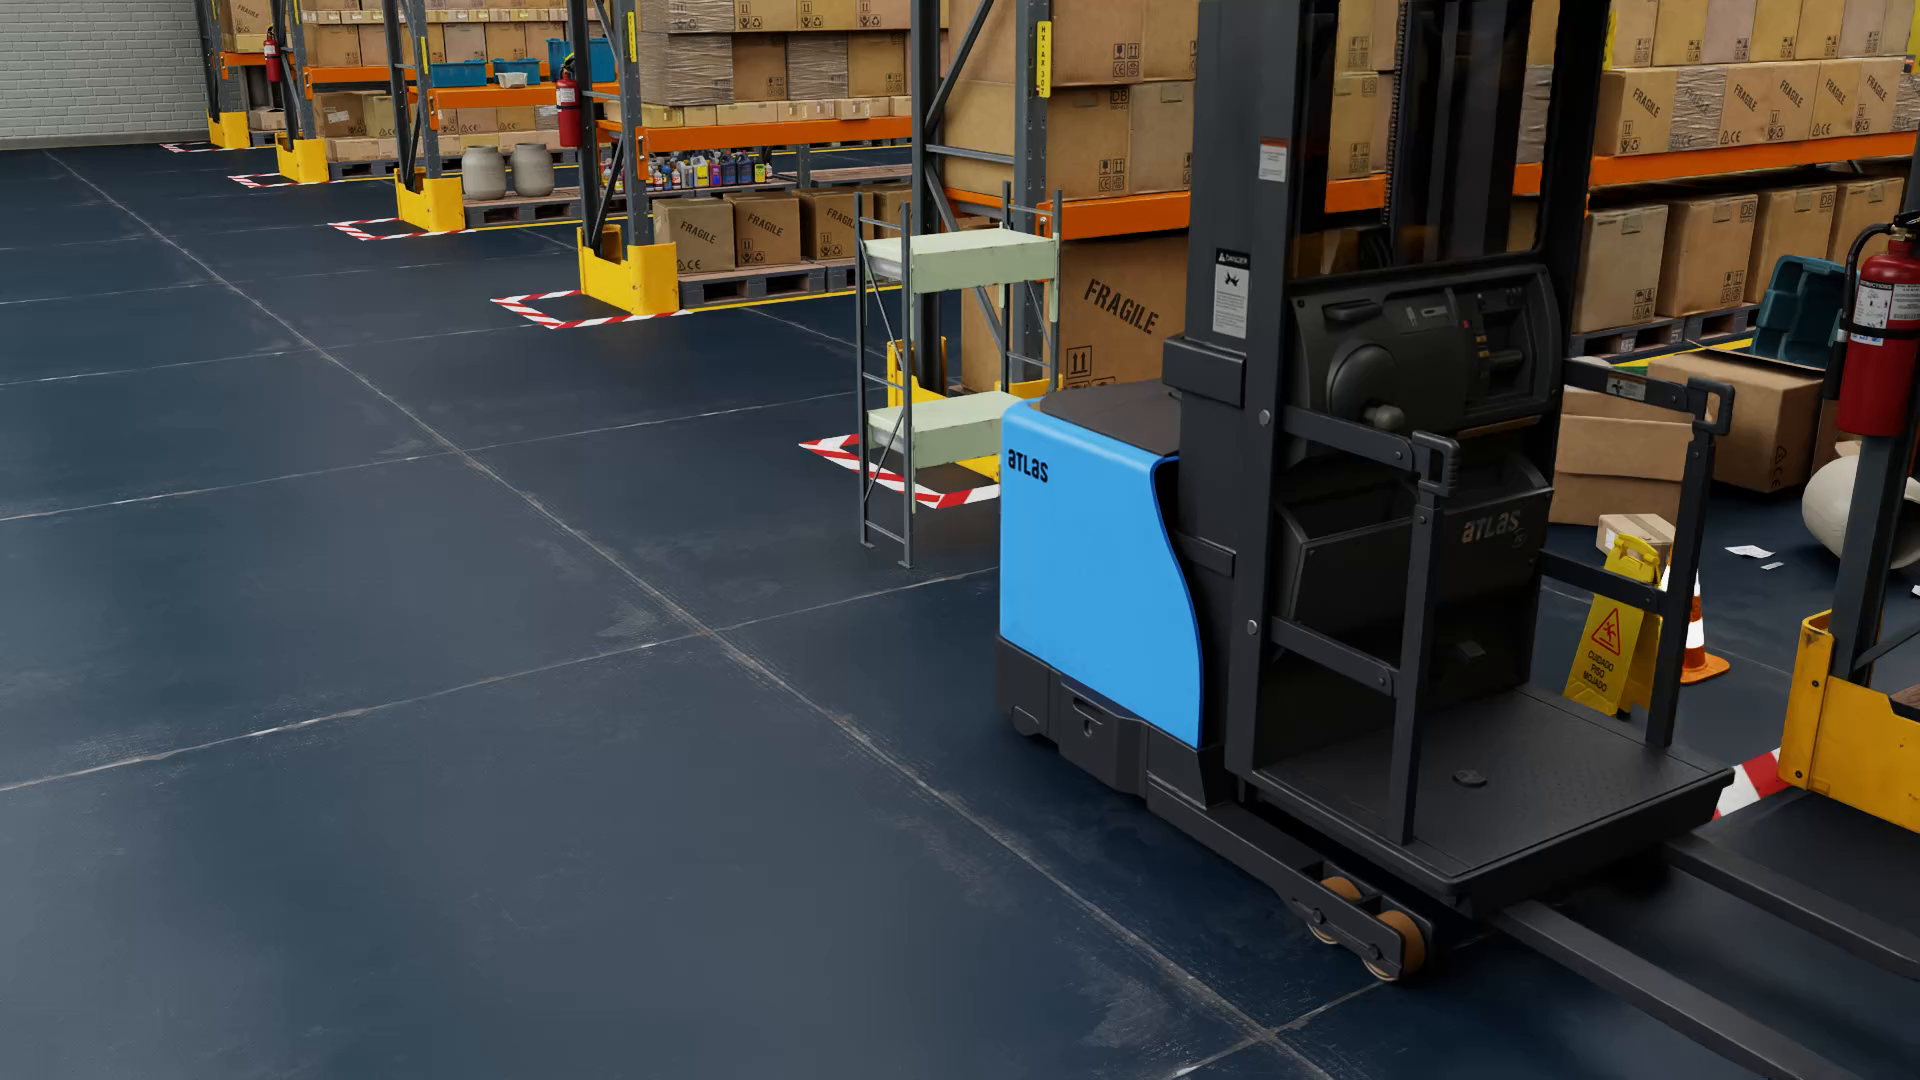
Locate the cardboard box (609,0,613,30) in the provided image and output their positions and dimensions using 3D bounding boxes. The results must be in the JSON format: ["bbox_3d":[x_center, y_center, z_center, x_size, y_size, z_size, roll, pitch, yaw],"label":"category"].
[{"bbox_3d":[-5.473,-8.540,26.980,0.500,0.500,0.700,-12,22,-31],"label":"cardboard box"}]

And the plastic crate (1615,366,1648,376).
[{"bbox_3d":[3.993,-0.886,9.482,0.662,0.188,0.450,-1,9,-3],"label":"plastic crate"}]

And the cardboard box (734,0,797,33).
[{"bbox_3d":[-1.536,-3.984,12.163,0.500,0.500,0.500,-12,22,-31],"label":"cardboard box"}]

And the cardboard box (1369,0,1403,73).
[{"bbox_3d":[2.169,-2.912,9.255,0.550,0.550,0.875,-12,22,-31],"label":"cardboard box"}]

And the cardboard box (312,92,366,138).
[{"bbox_3d":[-7.727,-5.288,20.668,0.500,0.500,0.500,-12,22,-31],"label":"cardboard box"}]

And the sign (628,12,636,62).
[{"bbox_3d":[-2.268,-3.476,11.493,0.005,0.325,0.100,-12,22,-31],"label":"sign"}]

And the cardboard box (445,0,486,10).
[{"bbox_3d":[-6.295,-6.883,20.740,0.500,0.500,0.700,-12,22,-31],"label":"cardboard box"}]

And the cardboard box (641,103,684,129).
[{"bbox_3d":[-2.197,-3.079,12.061,0.250,0.149,0.380,-12,22,-31],"label":"cardboard box"}]

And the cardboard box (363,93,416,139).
[{"bbox_3d":[-7.025,-5.237,20.519,0.500,0.500,0.500,-12,22,-31],"label":"cardboard box"}]

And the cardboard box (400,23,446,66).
[{"bbox_3d":[-6.761,-6.168,20.649,0.500,0.500,0.700,-12,22,-31],"label":"cardboard box"}]

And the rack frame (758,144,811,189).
[{"bbox_3d":[-1.950,-5.241,18.063,0.127,3.000,1.000,-12,22,-31],"label":"rack frame"}]

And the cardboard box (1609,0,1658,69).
[{"bbox_3d":[3.829,-3.182,10.255,0.500,0.500,0.700,-12,22,-32],"label":"cardboard box"}]

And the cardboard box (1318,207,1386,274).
[{"bbox_3d":[2.103,-1.512,9.696,0.875,0.875,0.875,-12,22,-31],"label":"cardboard box"}]

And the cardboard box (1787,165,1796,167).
[{"bbox_3d":[9.546,-4.928,19.799,0.875,0.875,0.875,-12,22,-31],"label":"cardboard box"}]

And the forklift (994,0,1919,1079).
[{"bbox_3d":[1.326,-0.484,4.100,1.130,2.935,3.031,-11,22,-31],"label":"forklift"}]

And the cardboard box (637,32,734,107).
[{"bbox_3d":[-2.092,-3.489,12.262,0.500,0.500,0.875,-12,22,-31],"label":"cardboard box"}]

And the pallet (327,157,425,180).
[{"bbox_3d":[-7.396,-4.687,20.778,1.213,0.211,1.003,-12,22,-31],"label":"pallet"}]

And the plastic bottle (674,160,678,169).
[{"bbox_3d":[-2.956,-3.882,17.598,0.133,0.283,0.061,-12,22,-31],"label":"plastic bottle"}]

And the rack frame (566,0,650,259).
[{"bbox_3d":[-2.566,-3.211,12.061,0.127,3.000,1.000,-12,22,-31],"label":"rack frame"}]

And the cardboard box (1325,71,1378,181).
[{"bbox_3d":[1.766,-2.288,9.094,0.500,0.550,0.875,-12,22,-31],"label":"cardboard box"}]

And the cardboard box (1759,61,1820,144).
[{"bbox_3d":[5.269,-2.905,10.999,0.500,0.500,0.500,-12,22,-31],"label":"cardboard box"}]

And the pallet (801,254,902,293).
[{"bbox_3d":[-0.787,-2.251,13.574,1.213,0.211,1.003,-12,22,-31],"label":"pallet"}]

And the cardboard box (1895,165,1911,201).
[{"bbox_3d":[7.467,-2.703,12.632,0.500,0.250,0.500,-13,23,-34],"label":"cardboard box"}]

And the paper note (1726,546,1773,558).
[{"bbox_3d":[3.370,0.043,7.089,0.142,0.019,0.148,-4,19,-13],"label":"paper note"}]

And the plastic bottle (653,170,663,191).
[{"bbox_3d":[-3.152,-3.751,17.337,0.097,0.201,0.097,0,19,0],"label":"plastic bottle"}]

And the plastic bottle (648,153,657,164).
[{"bbox_3d":[-3.365,-4.055,18.005,0.185,0.351,0.144,-12,22,-32],"label":"plastic bottle"}]

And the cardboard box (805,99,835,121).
[{"bbox_3d":[-1.157,-3.301,12.717,0.250,0.149,0.380,-12,22,-31],"label":"cardboard box"}]

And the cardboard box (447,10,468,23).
[{"bbox_3d":[-6.281,-6.499,20.615,0.250,0.149,0.380,-12,22,-31],"label":"cardboard box"}]

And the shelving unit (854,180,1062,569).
[{"bbox_3d":[-0.006,-0.709,7.001,0.755,1.500,0.431,-12,22,-31],"label":"shelving unit"}]

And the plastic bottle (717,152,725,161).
[{"bbox_3d":[-2.653,-4.131,18.335,0.133,0.283,0.061,-12,22,-31],"label":"plastic bottle"}]

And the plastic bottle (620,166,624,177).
[{"bbox_3d":[-3.572,-3.891,17.754,0.097,0.201,0.097,0,19,0],"label":"plastic bottle"}]

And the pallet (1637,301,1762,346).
[{"bbox_3d":[5.041,-1.623,11.715,1.213,0.211,1.003,-12,22,-31],"label":"pallet"}]

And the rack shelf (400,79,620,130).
[{"bbox_3d":[-3.620,-4.548,17.137,4.000,0.370,1.077,-12,22,-31],"label":"rack shelf"}]

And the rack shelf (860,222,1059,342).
[{"bbox_3d":[-0.006,-1.079,6.876,0.720,0.370,0.431,-12,22,-31],"label":"rack shelf"}]

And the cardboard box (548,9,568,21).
[{"bbox_3d":[-5.205,-6.726,21.288,0.250,0.149,0.380,-13,22,-33],"label":"cardboard box"}]

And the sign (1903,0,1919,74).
[{"bbox_3d":[2.595,-1.411,4.433,0.005,0.325,0.100,-12,22,-31],"label":"sign"}]

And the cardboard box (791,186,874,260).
[{"bbox_3d":[-1.022,-2.551,13.355,0.500,0.500,0.500,-10,21,-26],"label":"cardboard box"}]

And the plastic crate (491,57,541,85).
[{"bbox_3d":[-4.492,-4.747,16.834,0.408,0.251,0.499,-12,22,-31],"label":"plastic crate"}]

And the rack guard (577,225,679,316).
[{"bbox_3d":[-2.503,-2.041,12.500,0.348,0.500,1.175,-12,22,-31],"label":"rack guard"}]

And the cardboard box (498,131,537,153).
[{"bbox_3d":[-5.771,-5.145,21.418,0.500,0.250,0.500,-12,22,-31],"label":"cardboard box"}]

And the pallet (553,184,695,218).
[{"bbox_3d":[-3.554,-3.597,17.553,1.213,0.211,1.003,-12,22,-31],"label":"pallet"}]

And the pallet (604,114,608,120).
[{"bbox_3d":[-5.729,-6.924,27.395,1.213,0.211,1.003,-12,22,-31],"label":"pallet"}]

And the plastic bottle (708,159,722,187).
[{"bbox_3d":[-2.603,-3.898,17.646,0.133,0.283,0.061,-10,21,-28],"label":"plastic bottle"}]

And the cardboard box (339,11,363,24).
[{"bbox_3d":[-7.346,-6.275,19.954,0.250,0.149,0.380,-13,22,-33],"label":"cardboard box"}]

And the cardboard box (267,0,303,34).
[{"bbox_3d":[-9.757,-7.568,23.979,0.500,0.500,0.500,-12,22,-31],"label":"cardboard box"}]

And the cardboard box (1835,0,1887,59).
[{"bbox_3d":[5.956,-3.631,11.585,0.500,0.500,0.700,-12,22,-32],"label":"cardboard box"}]

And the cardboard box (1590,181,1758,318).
[{"bbox_3d":[4.694,-2.007,11.355,0.750,0.750,1.050,-12,22,-31],"label":"cardboard box"}]

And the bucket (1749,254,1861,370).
[{"bbox_3d":[4.572,-1.100,8.554,0.620,0.611,0.726,5,17,-16],"label":"bucket"}]
